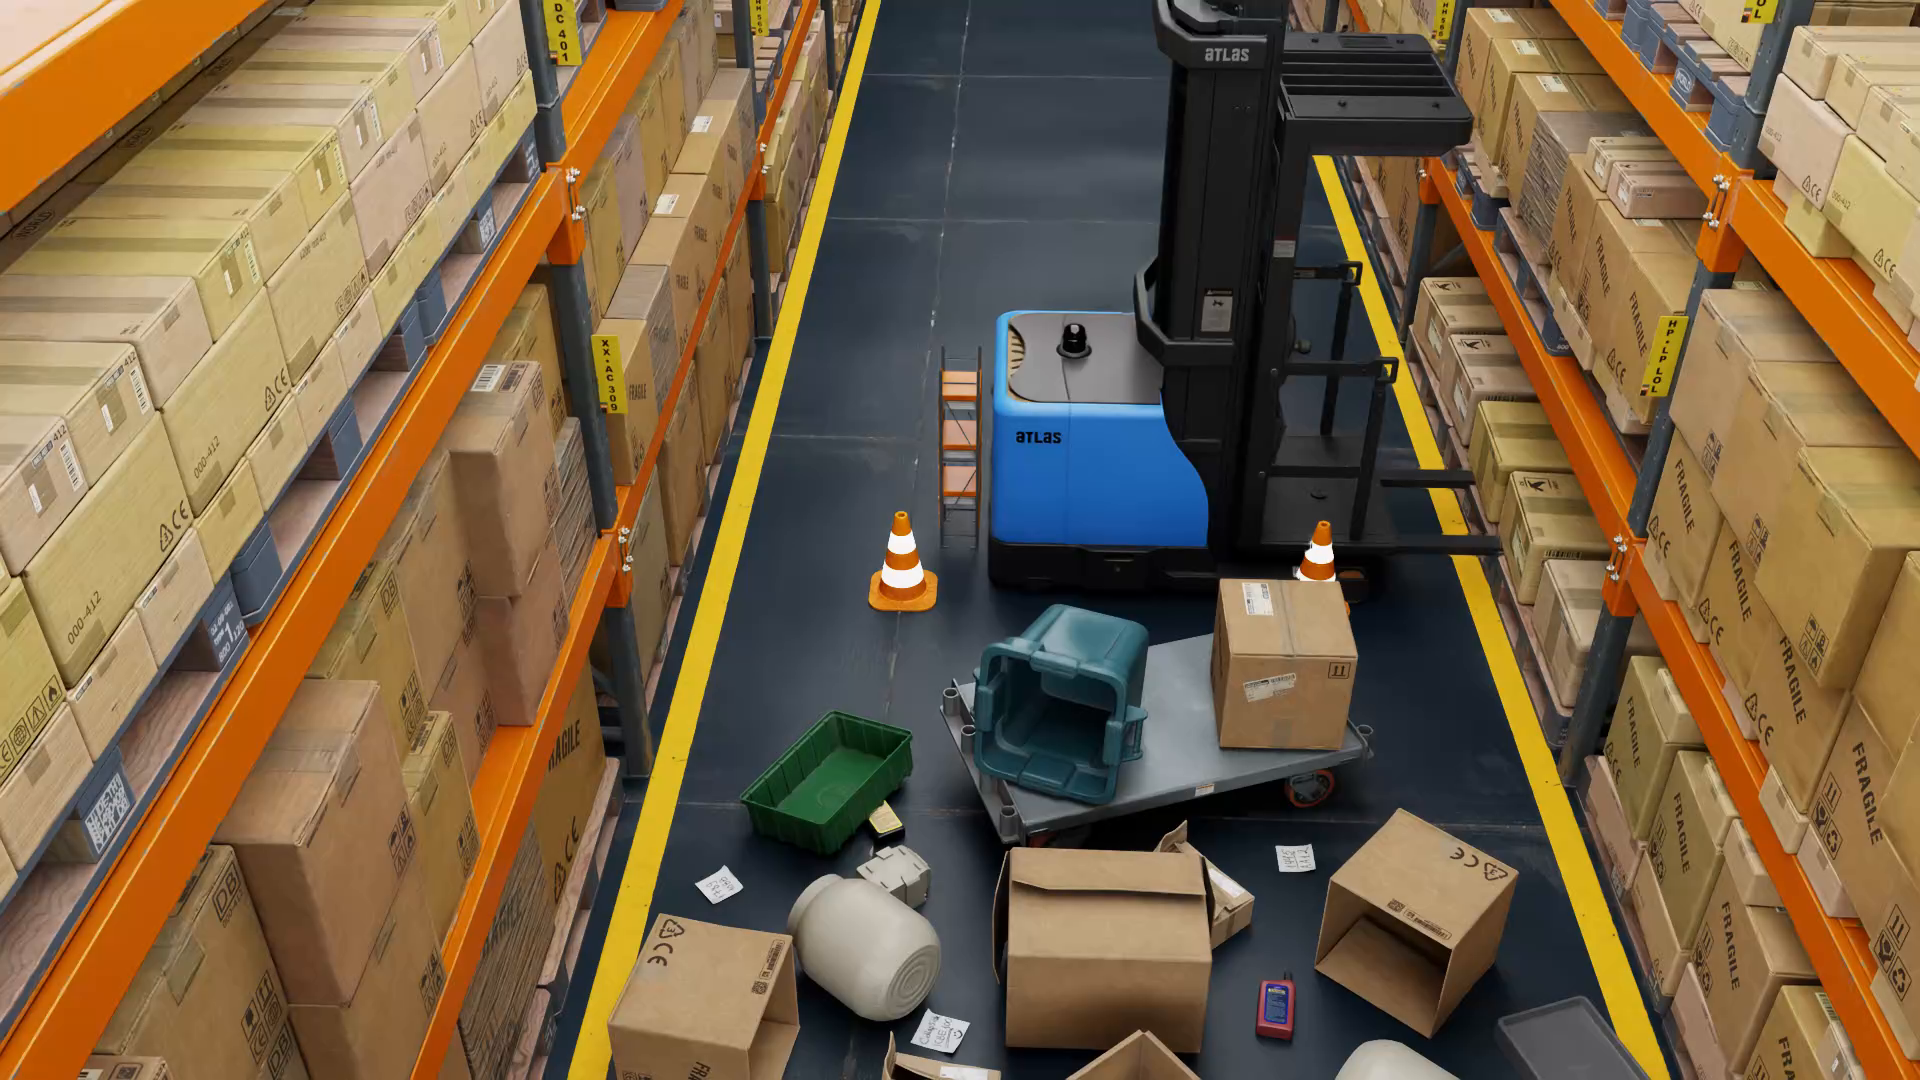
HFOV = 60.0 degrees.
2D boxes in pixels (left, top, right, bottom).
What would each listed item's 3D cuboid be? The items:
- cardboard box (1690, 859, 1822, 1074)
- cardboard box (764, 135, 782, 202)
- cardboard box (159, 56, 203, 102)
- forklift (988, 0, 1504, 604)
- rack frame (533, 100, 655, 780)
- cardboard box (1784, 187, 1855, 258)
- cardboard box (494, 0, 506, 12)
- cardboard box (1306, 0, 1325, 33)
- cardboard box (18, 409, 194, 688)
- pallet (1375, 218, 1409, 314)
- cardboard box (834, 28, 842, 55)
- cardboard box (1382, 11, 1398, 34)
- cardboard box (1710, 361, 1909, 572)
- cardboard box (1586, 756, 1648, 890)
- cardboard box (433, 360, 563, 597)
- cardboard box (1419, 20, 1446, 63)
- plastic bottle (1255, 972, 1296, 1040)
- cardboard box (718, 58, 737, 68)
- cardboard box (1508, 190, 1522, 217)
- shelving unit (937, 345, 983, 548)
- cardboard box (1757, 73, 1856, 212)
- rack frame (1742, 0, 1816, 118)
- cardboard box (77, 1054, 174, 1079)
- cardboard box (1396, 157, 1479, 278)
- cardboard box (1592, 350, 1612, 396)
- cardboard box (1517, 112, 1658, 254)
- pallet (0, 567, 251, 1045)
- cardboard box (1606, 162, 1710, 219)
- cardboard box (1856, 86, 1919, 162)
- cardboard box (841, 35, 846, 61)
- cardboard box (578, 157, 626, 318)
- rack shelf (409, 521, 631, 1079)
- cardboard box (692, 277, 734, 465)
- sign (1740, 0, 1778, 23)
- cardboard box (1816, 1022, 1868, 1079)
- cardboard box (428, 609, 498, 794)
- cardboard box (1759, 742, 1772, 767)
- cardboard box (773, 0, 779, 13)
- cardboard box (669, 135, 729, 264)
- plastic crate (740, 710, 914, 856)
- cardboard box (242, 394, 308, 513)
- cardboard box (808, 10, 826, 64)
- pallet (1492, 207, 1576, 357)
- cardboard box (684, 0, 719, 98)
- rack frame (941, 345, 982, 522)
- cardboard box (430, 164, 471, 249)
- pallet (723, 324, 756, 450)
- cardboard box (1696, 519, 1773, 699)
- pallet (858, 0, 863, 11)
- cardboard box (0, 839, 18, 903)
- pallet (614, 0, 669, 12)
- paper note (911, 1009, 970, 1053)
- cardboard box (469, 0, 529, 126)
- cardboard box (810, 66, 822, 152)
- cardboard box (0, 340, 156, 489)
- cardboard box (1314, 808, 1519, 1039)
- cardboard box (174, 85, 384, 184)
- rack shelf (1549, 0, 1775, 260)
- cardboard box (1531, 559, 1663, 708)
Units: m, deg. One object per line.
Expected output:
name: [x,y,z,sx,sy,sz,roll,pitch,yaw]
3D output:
cardboard box: [2.778,1.406,5.460,0.500,0.500,0.500,3,35,4]
cardboard box: [-1.416,-2.379,10.629,0.500,0.250,0.500,0,35,0]
cardboard box: [-2.230,-1.259,4.343,0.380,0.149,0.250,1,35,1]
forklift: [1.670,-1.196,7.849,3.031,2.935,1.130,1,35,2]
rack frame: [-1.846,-0.235,6.421,1.000,3.000,0.127,1,35,2]
cardboard box: [2.777,-0.980,5.092,0.380,0.149,0.250,1,35,2]
cardboard box: [-1.542,-1.681,4.943,0.380,0.149,0.250,1,35,1]
cardboard box: [3.593,-4.771,14.739,0.875,0.438,0.875,0,35,0]
cardboard box: [-1.712,0.000,2.898,0.500,0.250,0.500,1,35,1]
pallet: [3.372,-1.787,11.055,1.003,0.211,1.213,1,35,2]
cardboard box: [-1.191,-4.159,13.860,0.380,0.149,0.250,3,35,4]
cardboard box: [3.067,-3.295,10.905,0.500,0.250,0.500,1,35,1]
cardboard box: [2.827,-0.210,5.170,0.700,0.500,0.500,2,35,2]
cardboard box: [2.810,1.107,6.537,0.500,0.250,0.500,0,35,0]
cardboard box: [-1.801,-0.208,5.314,0.875,0.550,0.550,1,35,2]
cardboard box: [3.030,-2.904,9.915,0.500,0.250,0.500,1,35,2]
plastic bottle: [1.178,1.722,6.193,0.133,0.061,0.283,7,36,10]
cardboard box: [-1.466,-2.854,10.002,0.380,0.149,0.250,1,35,1]
cardboard box: [3.000,-1.748,8.427,0.380,0.149,0.250,3,35,5]
shelving unit: [0.002,-0.460,8.438,0.215,1.050,0.252,1,35,2]
cardboard box: [2.813,-1.220,5.085,0.500,0.250,0.500,1,35,1]
rack frame: [3.104,-2.633,4.616,1.000,3.000,0.127,1,35,2]
cardboard box: [-1.953,1.348,3.100,0.875,0.550,0.550,1,35,2]
cardboard box: [3.375,-2.174,10.663,0.875,0.875,0.875,1,35,1]
cardboard box: [2.877,-0.701,6.937,0.380,0.149,0.250,0,35,0]
cardboard box: [2.959,-1.666,7.747,0.500,0.500,0.500,0,35,0]
pallet: [-1.987,0.446,2.921,1.003,0.211,1.213,1,35,2]
cardboard box: [2.912,-1.445,6.868,0.380,0.149,0.250,0,35,1]
cardboard box: [2.764,-1.154,4.646,0.380,0.149,0.250,0,35,0]
cardboard box: [-1.178,-4.191,14.165,0.380,0.149,0.250,2,35,3]
cardboard box: [-1.813,-1.266,6.931,0.700,0.500,0.500,1,35,1]
rack shelf: [-1.926,1.209,4.993,1.077,0.370,4.000,1,35,2]
cardboard box: [-1.832,-0.934,9.008,1.050,0.750,0.750,2,35,3]
sign: [2.549,-1.789,5.232,0.100,0.325,0.005,1,35,2]
cardboard box: [2.688,1.526,4.725,0.380,0.149,0.250,3,35,4]
cardboard box: [-1.988,0.540,5.188,0.875,0.550,0.550,1,35,2]
cardboard box: [2.808,0.693,5.320,0.380,0.149,0.250,1,35,2]
cardboard box: [-1.415,-3.616,11.086,0.380,0.149,0.250,2,35,3]
cardboard box: [-1.477,-1.735,8.469,0.500,0.500,0.500,1,35,1]
plastic crate: [-0.544,1.022,7.028,0.450,0.188,0.662,11,35,32]
cardboard box: [-1.622,-0.188,3.513,0.380,0.149,0.250,1,35,2]
cardboard box: [-1.302,-3.853,12.726,0.500,0.250,0.500,0,35,1]
pallet: [3.226,-1.260,8.047,1.003,0.211,1.213,1,35,2]
cardboard box: [-1.713,-2.725,9.008,0.700,0.500,0.500,1,35,2]
rack frame: [0.007,-0.530,8.537,0.200,1.050,0.008,1,35,2]
cardboard box: [-1.570,-0.915,4.547,0.380,0.149,0.250,1,35,2]
pallet: [-1.792,-0.941,9.851,1.003,0.211,1.213,1,35,2]
cardboard box: [2.811,0.194,5.465,0.500,0.500,0.500,1,35,2]
pallet: [-1.435,-5.479,16.308,1.003,0.211,1.213,1,35,2]
cardboard box: [-1.673,0.537,2.481,0.380,0.149,0.250,2,35,2]
pallet: [-1.700,-2.669,7.440,1.003,0.211,1.213,3,35,4]
paper note: [-0.072,1.806,6.107,0.172,0.023,0.155,13,37,18]
cardboard box: [-1.609,-1.446,4.956,0.500,0.250,0.500,1,35,1]
cardboard box: [-1.324,-3.254,12.526,0.500,0.500,0.500,1,35,1]
cardboard box: [-1.643,-0.221,2.865,0.380,0.149,0.250,2,35,2]
cardboard box: [1.701,1.427,6.228,0.500,0.500,0.500,28,44,33]
cardboard box: [-1.594,-0.956,3.911,0.380,0.149,0.250,1,35,1]
rack shelf: [3.184,-2.261,7.320,1.077,0.370,4.000,1,35,2]
cardboard box: [3.123,0.423,7.405,0.950,0.372,0.625,2,35,2]
